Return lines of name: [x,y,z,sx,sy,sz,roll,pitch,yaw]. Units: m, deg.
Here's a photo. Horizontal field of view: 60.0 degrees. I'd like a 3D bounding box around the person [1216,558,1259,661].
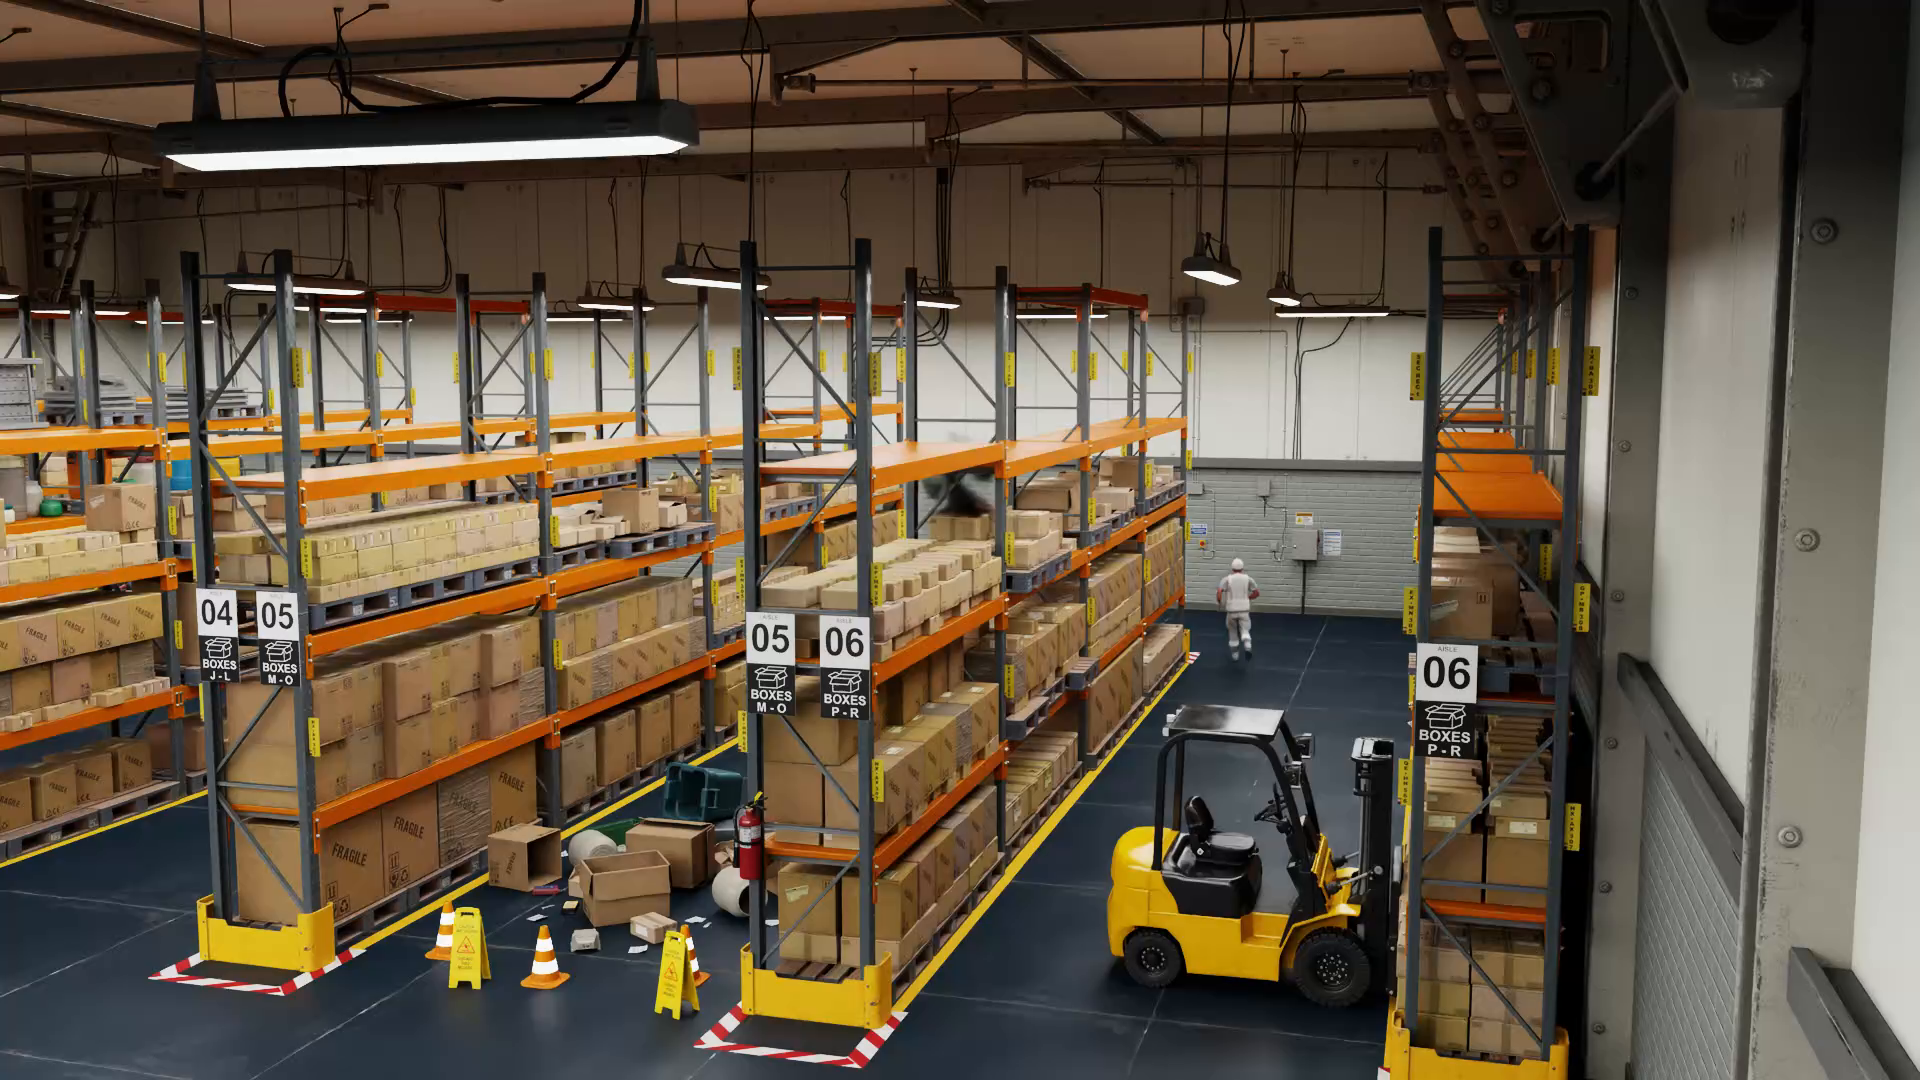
person: [4.617,1.201,27.717,0.713,1.804,0.827,0,6,2]
